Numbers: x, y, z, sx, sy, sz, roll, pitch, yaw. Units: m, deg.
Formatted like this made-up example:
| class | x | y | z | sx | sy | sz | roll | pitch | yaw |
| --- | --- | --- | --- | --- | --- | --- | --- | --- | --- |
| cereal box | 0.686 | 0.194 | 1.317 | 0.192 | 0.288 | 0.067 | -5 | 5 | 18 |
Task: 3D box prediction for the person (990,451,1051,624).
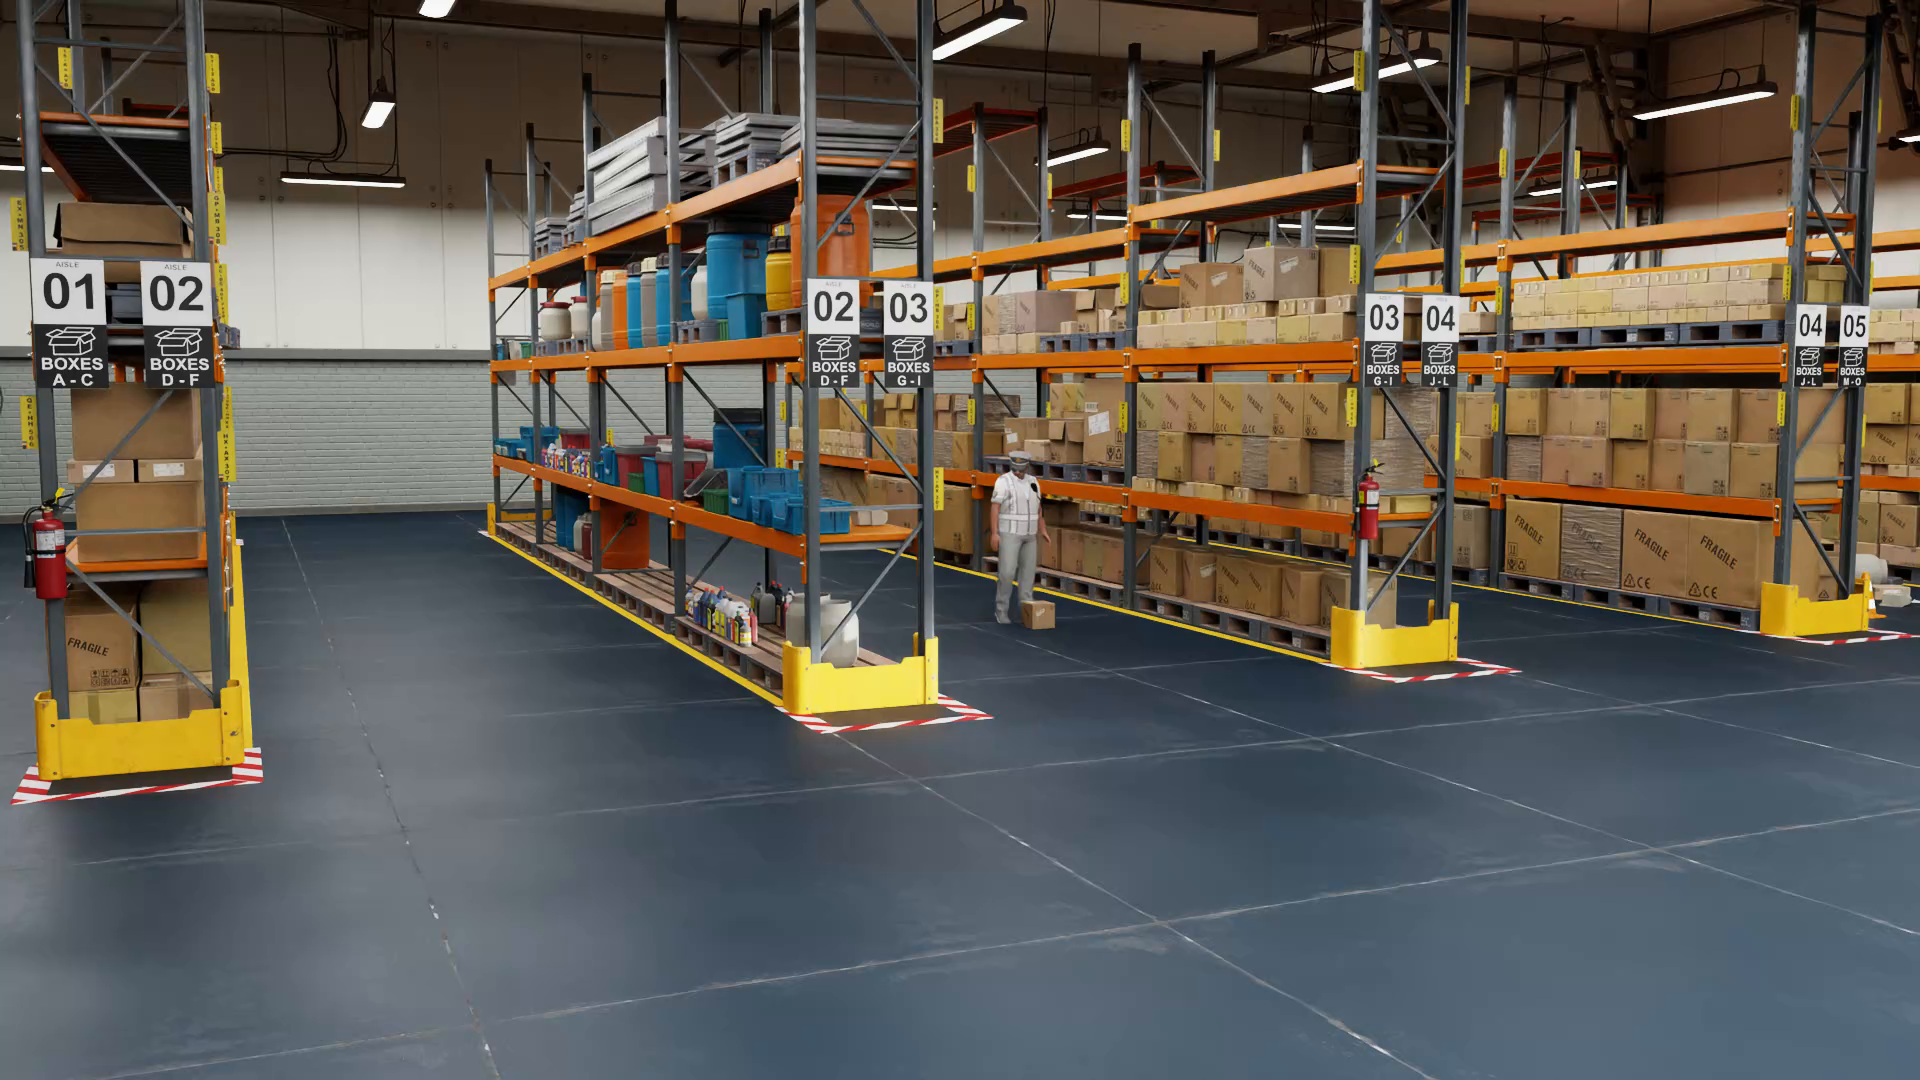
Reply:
| class | x | y | z | sx | sy | sz | roll | pitch | yaw |
| --- | --- | --- | --- | --- | --- | --- | --- | --- | --- |
| person | 0.622 | -0.028 | 17.123 | 0.635 | 1.787 | 0.417 | -4 | 7 | -37 |
